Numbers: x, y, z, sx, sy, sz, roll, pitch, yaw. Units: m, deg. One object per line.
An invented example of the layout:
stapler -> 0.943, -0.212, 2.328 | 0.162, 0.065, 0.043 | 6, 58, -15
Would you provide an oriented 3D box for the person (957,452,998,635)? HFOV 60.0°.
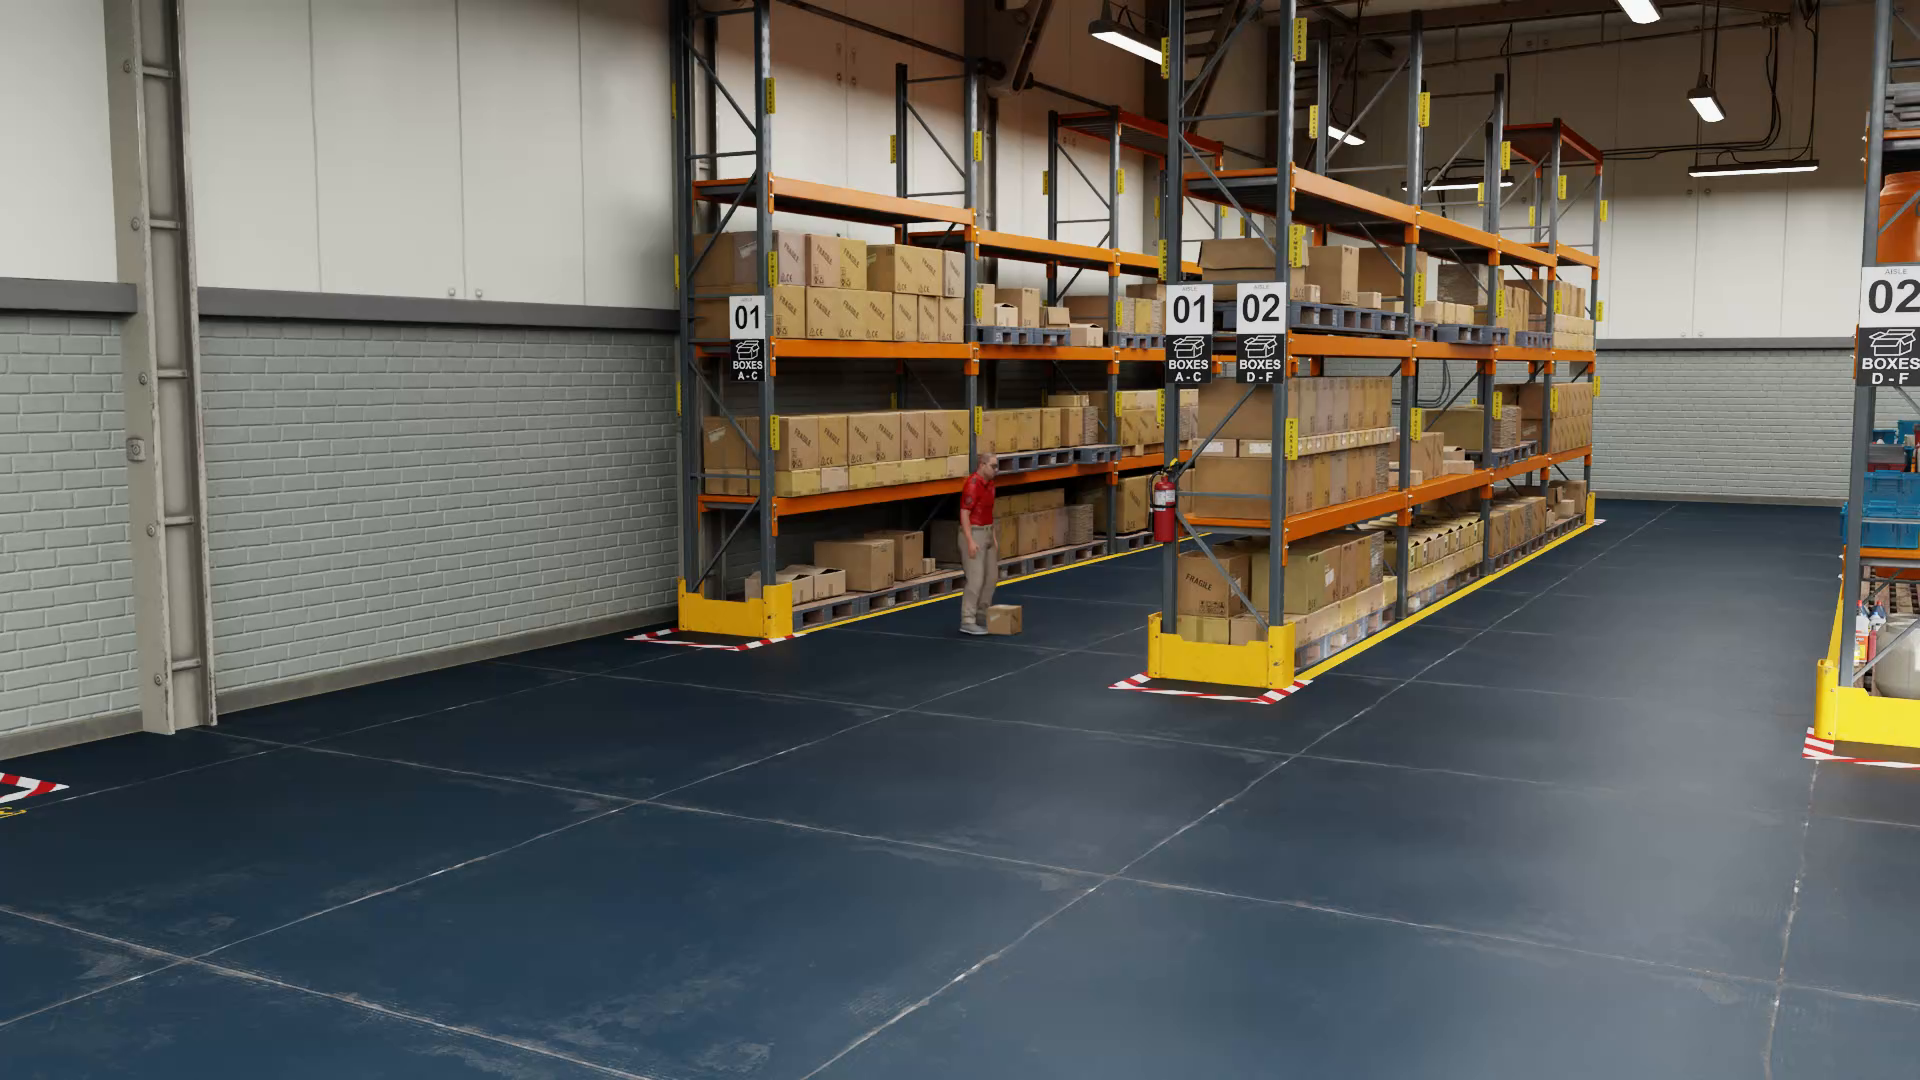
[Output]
person -> 0.196, 0.019, 16.013 | 0.391, 1.725, 0.584 | 3, 7, 26
